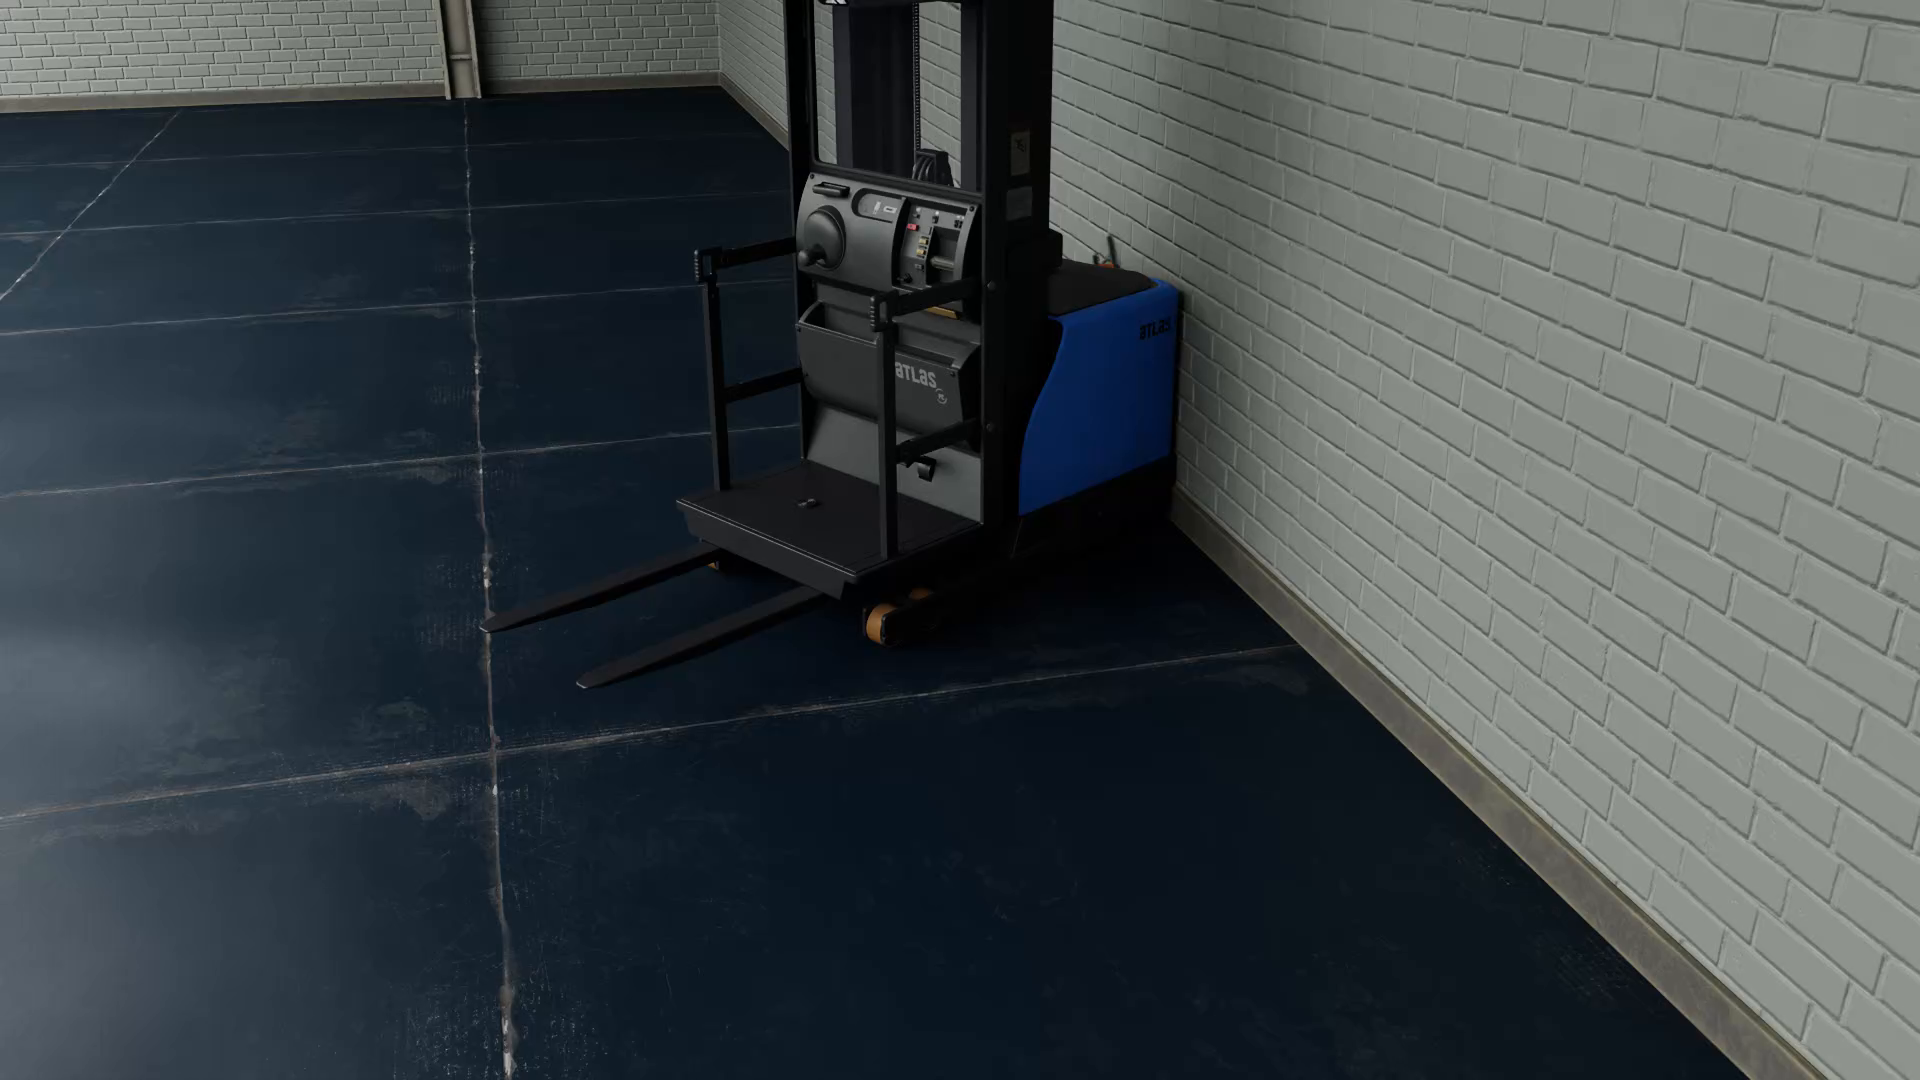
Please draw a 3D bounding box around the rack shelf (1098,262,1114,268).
[{"bbox_3d":[0.472,-1.190,7.870,0.480,0.148,0.258,-5,-13,-15],"label":"rack shelf"}]

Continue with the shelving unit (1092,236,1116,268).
[{"bbox_3d":[0.527,-0.810,7.787,0.503,1.200,0.258,-5,-13,-15],"label":"shelving unit"}]

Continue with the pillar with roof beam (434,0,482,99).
[{"bbox_3d":[-4.544,-7.602,13.556,0.400,9.000,9.100,-6,24,-14],"label":"pillar with roof beam"}]

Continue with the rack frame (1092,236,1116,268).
[{"bbox_3d":[0.762,-0.830,7.851,0.015,1.200,0.240,-5,-13,-15],"label":"rack frame"}]

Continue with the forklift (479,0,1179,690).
[{"bbox_3d":[-0.436,-1.168,6.256,1.130,2.935,3.031,21,31,40],"label":"forklift"}]
